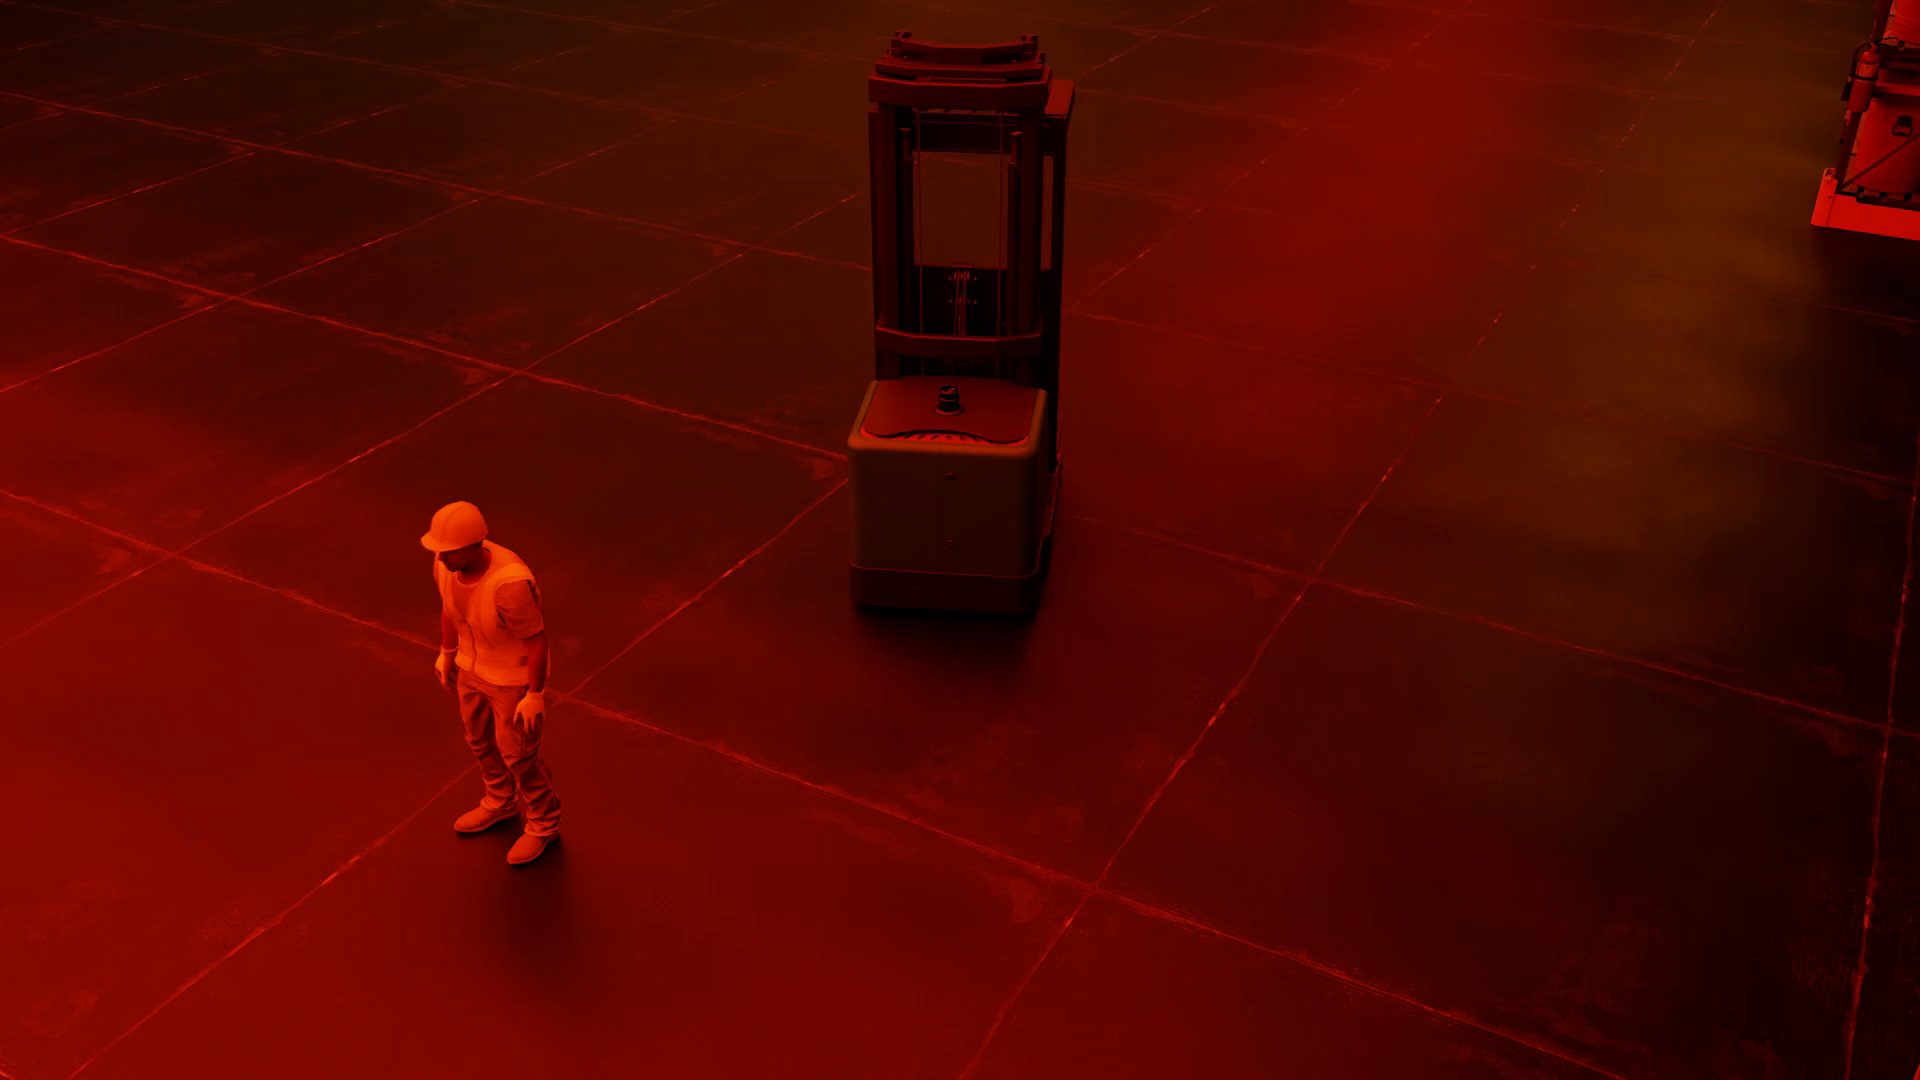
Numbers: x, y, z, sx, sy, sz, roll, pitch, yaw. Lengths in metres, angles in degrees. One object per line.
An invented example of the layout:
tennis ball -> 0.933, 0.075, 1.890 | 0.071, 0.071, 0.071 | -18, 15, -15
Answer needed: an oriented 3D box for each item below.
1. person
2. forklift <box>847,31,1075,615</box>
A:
person -> -2.019, 0.593, 7.203 | 0.632, 1.775, 0.449 | 20, 36, 31
forklift -> 0.072, -1.572, 9.794 | 1.130, 2.935, 3.031 | 3, 30, 6
